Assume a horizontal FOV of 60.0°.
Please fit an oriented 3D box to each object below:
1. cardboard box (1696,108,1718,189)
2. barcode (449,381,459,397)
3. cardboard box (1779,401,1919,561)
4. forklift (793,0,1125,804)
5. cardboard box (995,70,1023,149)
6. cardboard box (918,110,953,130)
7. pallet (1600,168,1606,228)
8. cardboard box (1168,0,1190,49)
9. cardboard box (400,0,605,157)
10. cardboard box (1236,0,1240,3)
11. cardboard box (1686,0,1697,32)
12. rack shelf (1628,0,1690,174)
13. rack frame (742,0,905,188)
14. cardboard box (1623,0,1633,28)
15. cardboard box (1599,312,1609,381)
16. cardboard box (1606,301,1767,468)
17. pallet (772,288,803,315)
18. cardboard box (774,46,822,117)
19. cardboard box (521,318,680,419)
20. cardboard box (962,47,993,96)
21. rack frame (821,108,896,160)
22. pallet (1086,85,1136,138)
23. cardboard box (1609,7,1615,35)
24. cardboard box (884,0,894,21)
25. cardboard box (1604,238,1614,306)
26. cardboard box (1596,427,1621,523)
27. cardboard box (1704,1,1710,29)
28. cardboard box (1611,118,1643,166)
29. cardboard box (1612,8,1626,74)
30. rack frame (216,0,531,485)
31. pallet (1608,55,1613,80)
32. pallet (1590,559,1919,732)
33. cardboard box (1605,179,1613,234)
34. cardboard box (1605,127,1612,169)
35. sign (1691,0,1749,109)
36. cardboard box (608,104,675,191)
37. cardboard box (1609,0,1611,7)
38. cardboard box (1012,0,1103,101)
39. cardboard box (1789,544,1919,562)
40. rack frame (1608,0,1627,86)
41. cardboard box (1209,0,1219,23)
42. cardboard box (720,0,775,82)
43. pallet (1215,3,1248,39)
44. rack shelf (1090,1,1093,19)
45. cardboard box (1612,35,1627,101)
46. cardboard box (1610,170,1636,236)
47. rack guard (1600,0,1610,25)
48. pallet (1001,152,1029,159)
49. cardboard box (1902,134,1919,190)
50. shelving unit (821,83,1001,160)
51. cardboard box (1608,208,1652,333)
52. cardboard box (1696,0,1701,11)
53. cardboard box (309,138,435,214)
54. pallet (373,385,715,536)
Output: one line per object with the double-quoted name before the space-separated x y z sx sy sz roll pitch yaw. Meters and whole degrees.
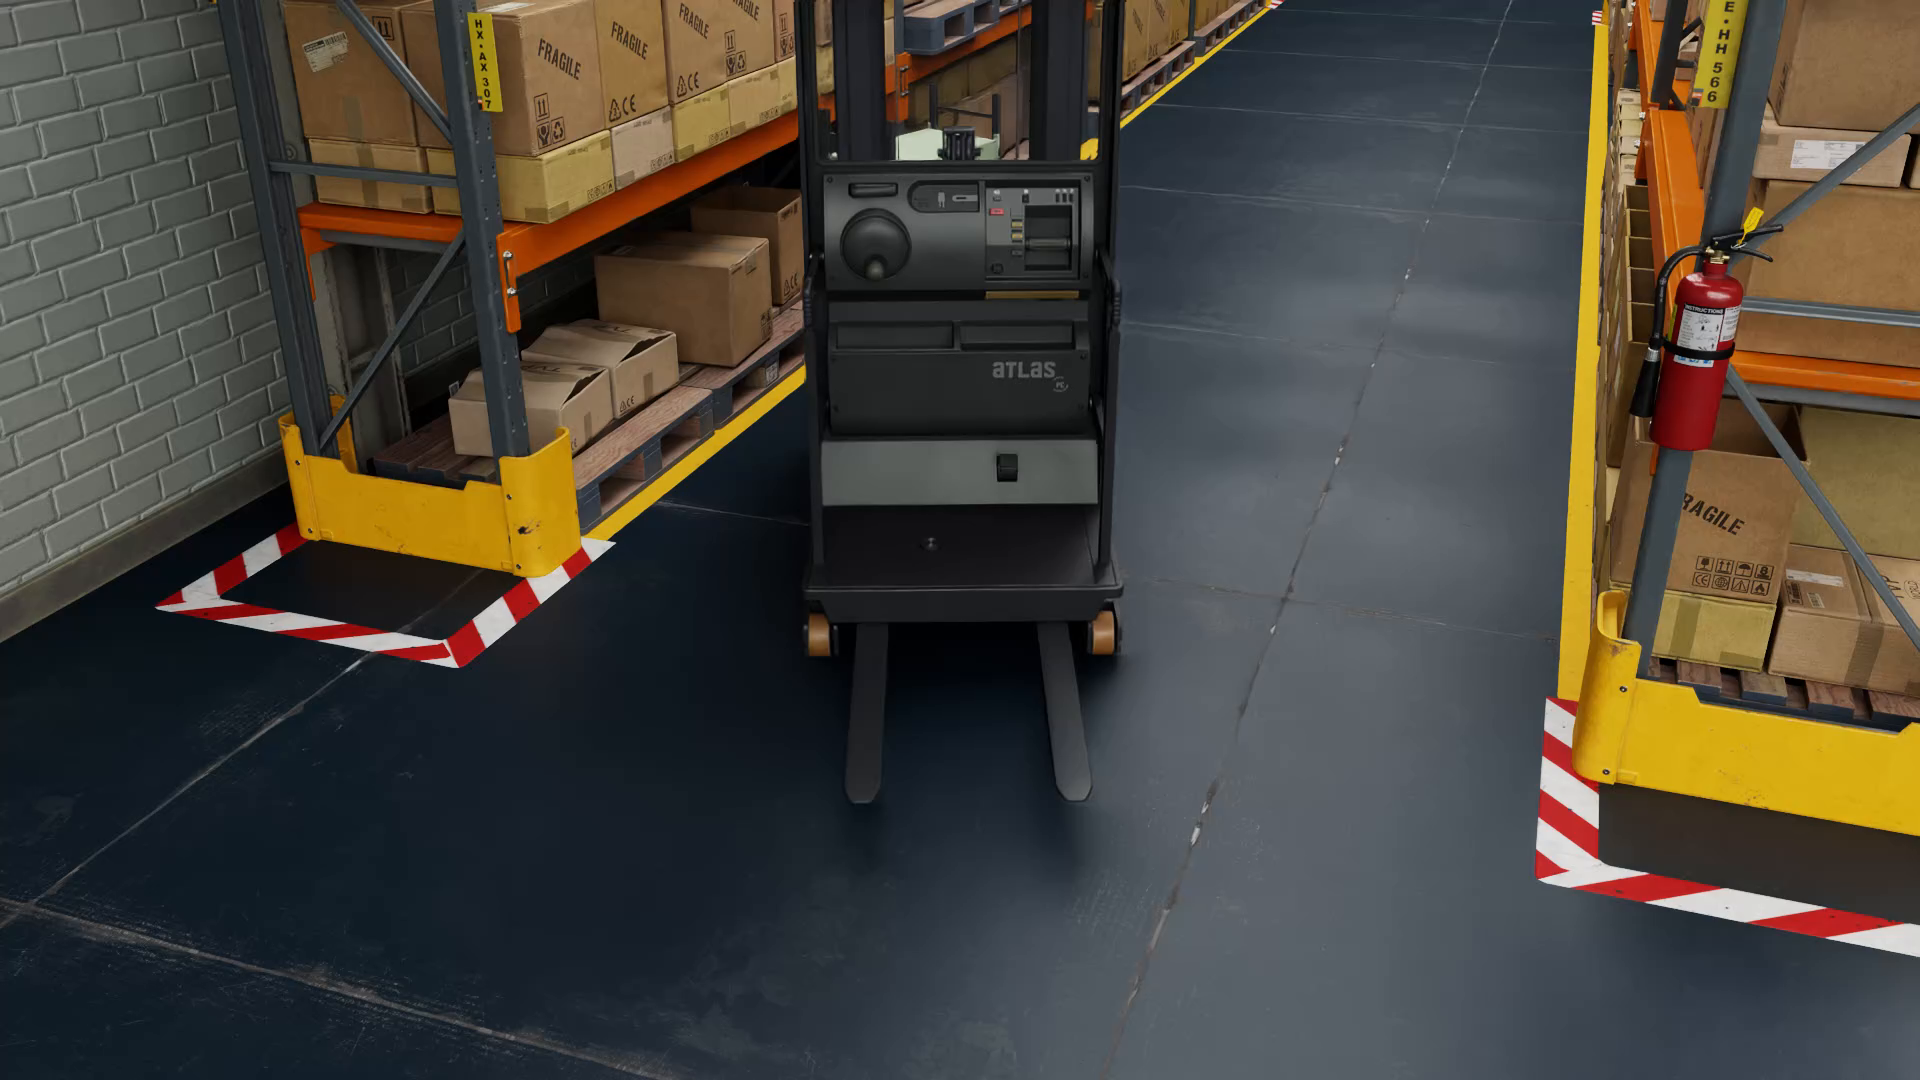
"cardboard box" 3.384 -1.685 6.674 0.700 0.500 0.500 9 27 18
"barcode" -2.194 -0.649 7.218 0.001 0.075 0.075 9 27 17
"cardboard box" 3.088 -0.286 5.712 0.500 0.500 0.500 9 27 17
"forklift" 0.002 -1.038 5.531 1.130 2.935 3.031 0 26 -1
"cardboard box" 0.053 -3.182 12.244 0.700 0.500 0.500 9 27 17
"cardboard box" -0.453 -2.561 10.961 0.700 0.500 0.500 8 27 16
"pallet" 4.886 -2.303 11.264 1.003 0.211 1.213 9 27 17
"cardboard box" 1.762 -5.187 16.006 0.750 0.750 0.750 9 27 18
"cardboard box" -1.695 -1.752 6.214 0.500 0.500 0.500 9 27 18
"cardboard box" 2.882 -6.451 19.019 0.700 0.500 0.500 9 27 17
"cardboard box" 4.654 -3.244 9.893 0.500 0.500 0.500 7 27 15
"rack shelf" 4.532 -2.745 9.803 1.077 0.370 4.000 9 27 17
"rack frame" -0.807 -2.964 9.429 1.000 3.000 0.127 9 27 17
"cardboard box" 5.805 -4.371 13.838 0.500 0.250 0.500 9 27 18
"cardboard box" 3.255 -0.847 7.731 0.500 0.250 0.500 9 27 17
"cardboard box" 2.752 -0.569 6.295 0.500 0.500 0.500 9 27 17
"pallet" -0.997 -1.428 9.456 1.003 0.211 1.213 9 27 17
"cardboard box" -1.005 -2.254 8.113 0.500 0.250 0.500 9 27 17
"cardboard box" -1.633 -0.813 7.568 0.500 0.311 0.500 11 28 22
"cardboard box" -0.081 -3.277 11.580 0.500 0.250 0.500 9 27 17
"rack frame" -0.432 -1.121 7.344 0.400 1.500 0.023 19 32 34
"pallet" 0.858 -3.666 14.079 1.003 0.211 1.213 9 27 17
"cardboard box" 6.700 -5.106 16.434 0.500 0.311 0.500 9 27 17
"cardboard box" -0.672 -3.004 8.800 0.500 0.500 0.500 9 27 17
"cardboard box" 3.731 -1.411 8.895 0.500 0.250 0.500 8 27 17
"cardboard box" 2.755 -0.231 6.458 0.500 0.250 0.500 9 27 17
"cardboard box" 3.340 -2.184 6.960 0.380 0.149 0.250 8 27 17
"cardboard box" 4.407 -2.496 10.492 0.500 0.311 0.500 8 27 16
"cardboard box" 6.137 -4.444 14.850 0.500 0.500 0.500 8 27 15
"rack frame" -2.138 -1.320 6.034 1.000 3.000 0.127 9 27 17
"pallet" 6.758 -4.561 15.929 1.003 0.211 1.213 9 27 17
"pallet" 2.750 0.331 5.823 1.003 0.211 1.213 9 27 17
"cardboard box" 4.241 -2.038 10.190 0.500 0.250 0.500 9 27 18
"cardboard box" 4.746 -2.670 11.495 0.500 0.250 0.500 9 27 17
"sign" 2.028 -1.315 4.424 0.100 0.325 0.005 9 27 17
"cardboard box" -1.517 -1.631 6.827 0.500 0.250 0.500 8 27 16
"cardboard box" 7.313 -5.876 18.191 0.380 0.166 0.250 9 27 17
"cardboard box" 0.893 -4.112 13.786 0.750 0.750 0.750 8 27 17
"cardboard box" 3.086 0.051 5.875 0.500 0.250 0.500 9 27 17
"rack frame" 6.528 -5.535 14.739 1.000 3.000 0.127 9 27 17
"cardboard box" 2.371 -5.814 17.702 0.700 0.500 0.500 8 27 17
"cardboard box" -1.183 -2.379 7.509 0.500 0.500 0.500 10 27 19
"pallet" 2.587 -5.800 18.488 1.003 0.211 1.213 9 27 17
"rack shelf" 1.190 -5.106 14.679 1.077 0.370 4.000 9 27 17
"cardboard box" 5.628 -3.811 13.543 0.500 0.500 0.500 8 27 15
"cardboard box" 3.898 -1.874 9.207 0.500 0.311 0.500 10 27 19
"rack guard" 7.834 -6.022 18.614 1.175 0.500 0.348 9 27 17
"pallet" -0.145 -2.532 11.737 1.003 0.211 1.213 9 27 17
"cardboard box" 2.869 -1.070 4.659 0.380 0.149 0.250 9 27 17
"shelving unit" -0.205 -1.246 7.603 0.431 1.500 0.755 19 32 34
"cardboard box" 3.257 -1.184 7.566 0.500 0.500 0.500 9 27 17
"cardboard box" 3.594 -2.502 7.616 0.380 0.149 0.250 9 27 17
"cardboard box" -2.165 -1.482 6.517 0.500 0.250 0.500 9 27 18
"pallet" -1.809 -0.425 7.385 1.003 0.211 1.213 9 27 17
